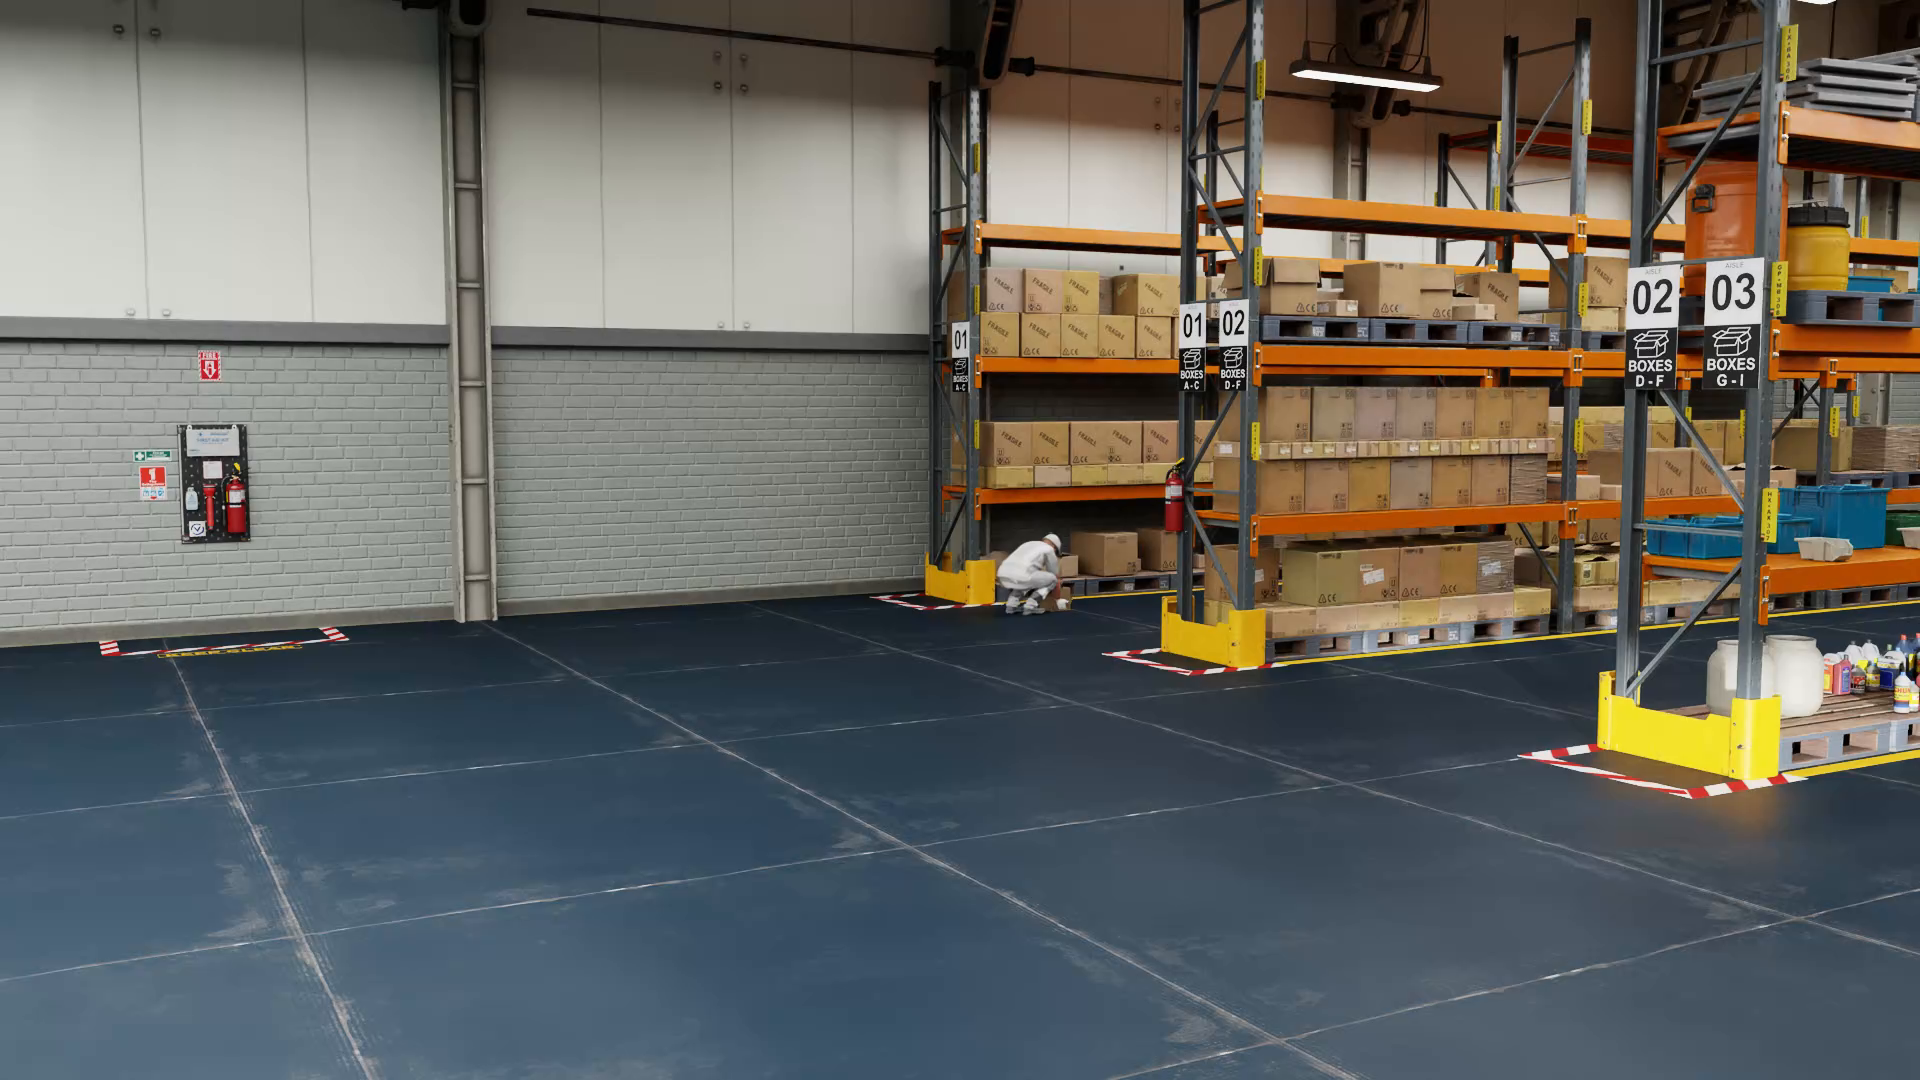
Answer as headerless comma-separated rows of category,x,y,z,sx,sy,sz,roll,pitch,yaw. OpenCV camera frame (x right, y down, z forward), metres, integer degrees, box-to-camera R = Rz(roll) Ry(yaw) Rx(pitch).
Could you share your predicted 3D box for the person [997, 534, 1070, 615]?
person,0.799,0.395,18.223,0.908,0.877,0.551,-4,7,-42
